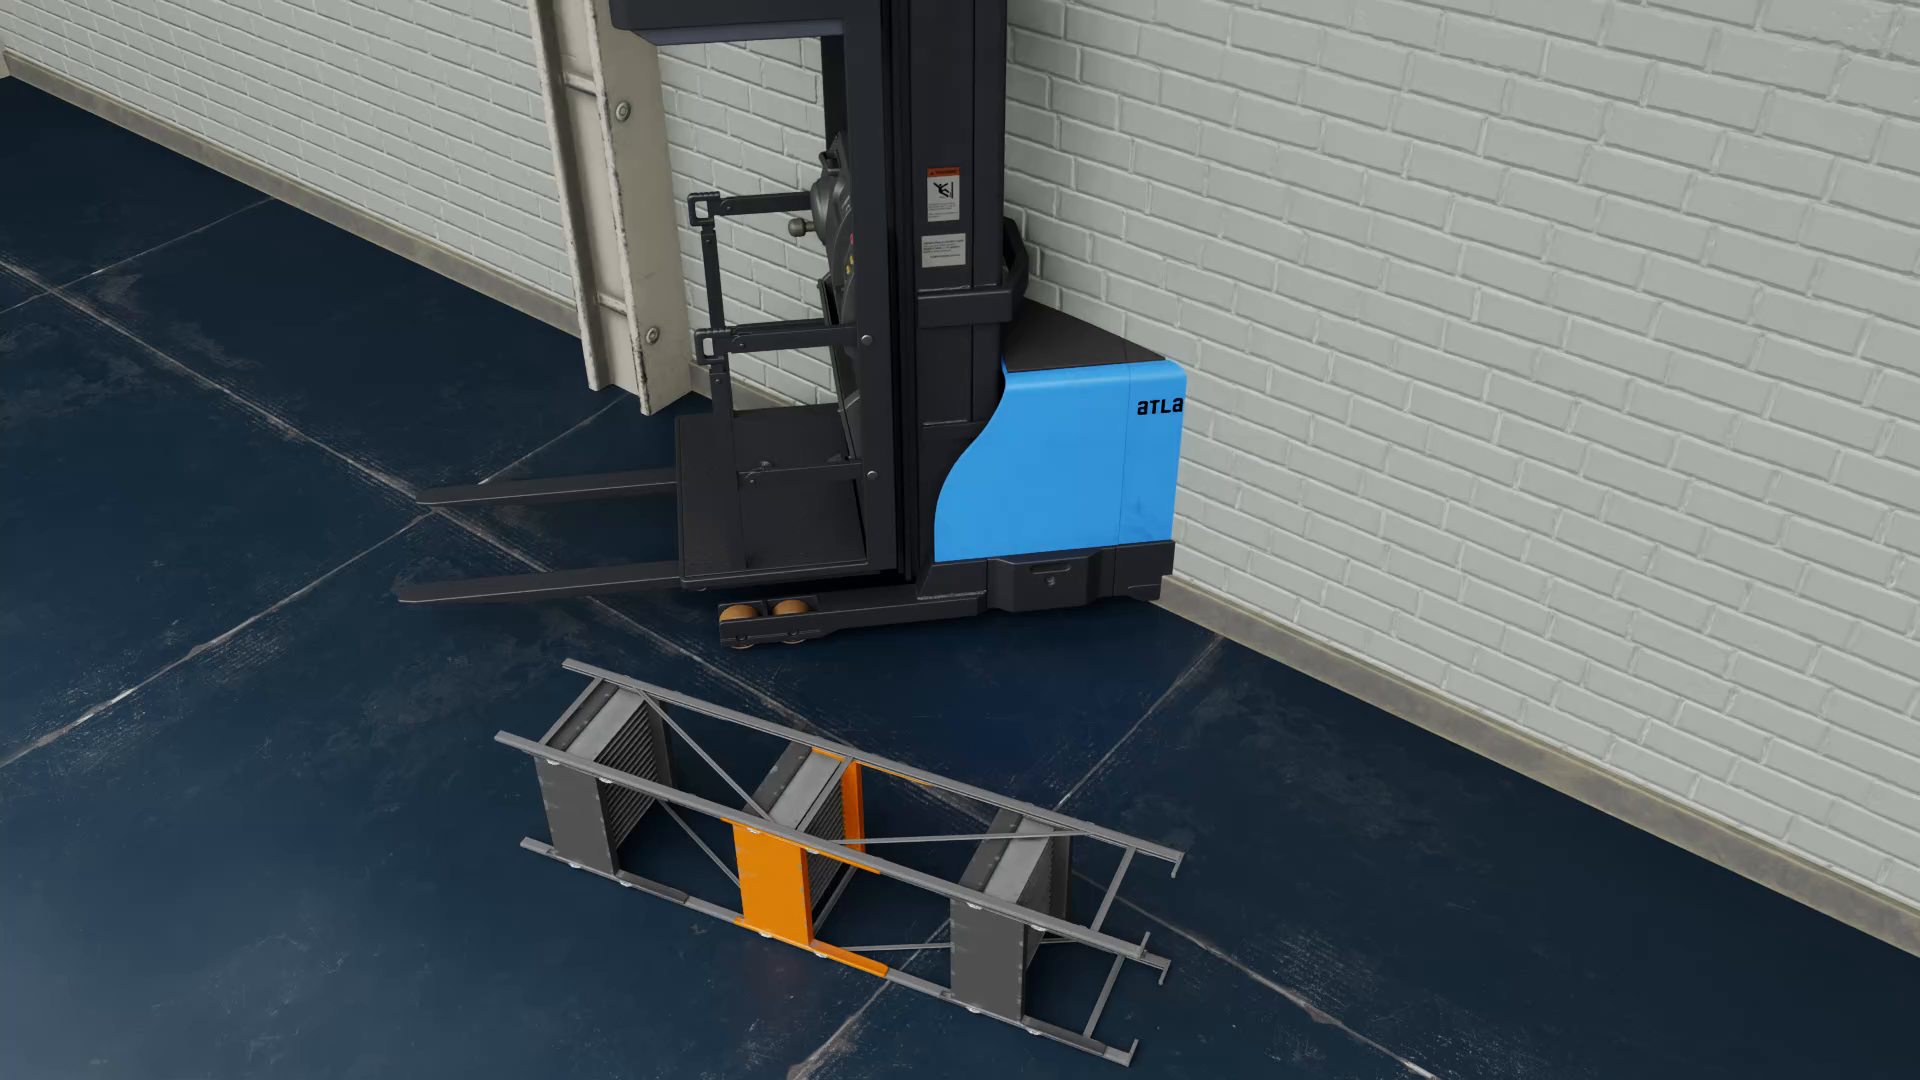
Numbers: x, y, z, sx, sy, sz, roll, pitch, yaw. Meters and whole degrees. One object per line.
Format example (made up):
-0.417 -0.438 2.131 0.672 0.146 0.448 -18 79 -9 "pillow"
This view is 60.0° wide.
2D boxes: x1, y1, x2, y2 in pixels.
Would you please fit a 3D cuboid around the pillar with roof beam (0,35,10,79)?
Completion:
-8.840 -4.387 5.053 0.400 9.000 9.100 25 45 29 "pillar with roof beam"

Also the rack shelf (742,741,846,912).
-0.511 0.922 5.154 0.174 0.457 0.368 15 40 18 "rack shelf"

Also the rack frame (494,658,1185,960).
-0.398 0.760 4.965 2.100 0.015 0.400 15 40 18 "rack frame"

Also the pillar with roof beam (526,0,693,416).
-4.074 -2.140 2.183 0.400 9.000 9.100 25 45 29 "pillar with roof beam"

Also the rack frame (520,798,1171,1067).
-0.398 1.144 5.265 2.100 0.015 0.400 15 40 18 "rack frame"

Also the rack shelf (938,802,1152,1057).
0.257 1.127 4.892 0.518 0.480 0.431 15 40 18 "rack shelf"

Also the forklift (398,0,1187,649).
-0.617 -1.097 5.773 3.031 2.935 1.130 -5 38 -7 "forklift"

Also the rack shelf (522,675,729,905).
-1.028 0.784 5.330 0.518 0.480 0.431 15 40 18 "rack shelf"

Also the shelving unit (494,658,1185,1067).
-0.398 0.952 5.115 2.100 0.503 0.431 15 40 18 "shelving unit"
